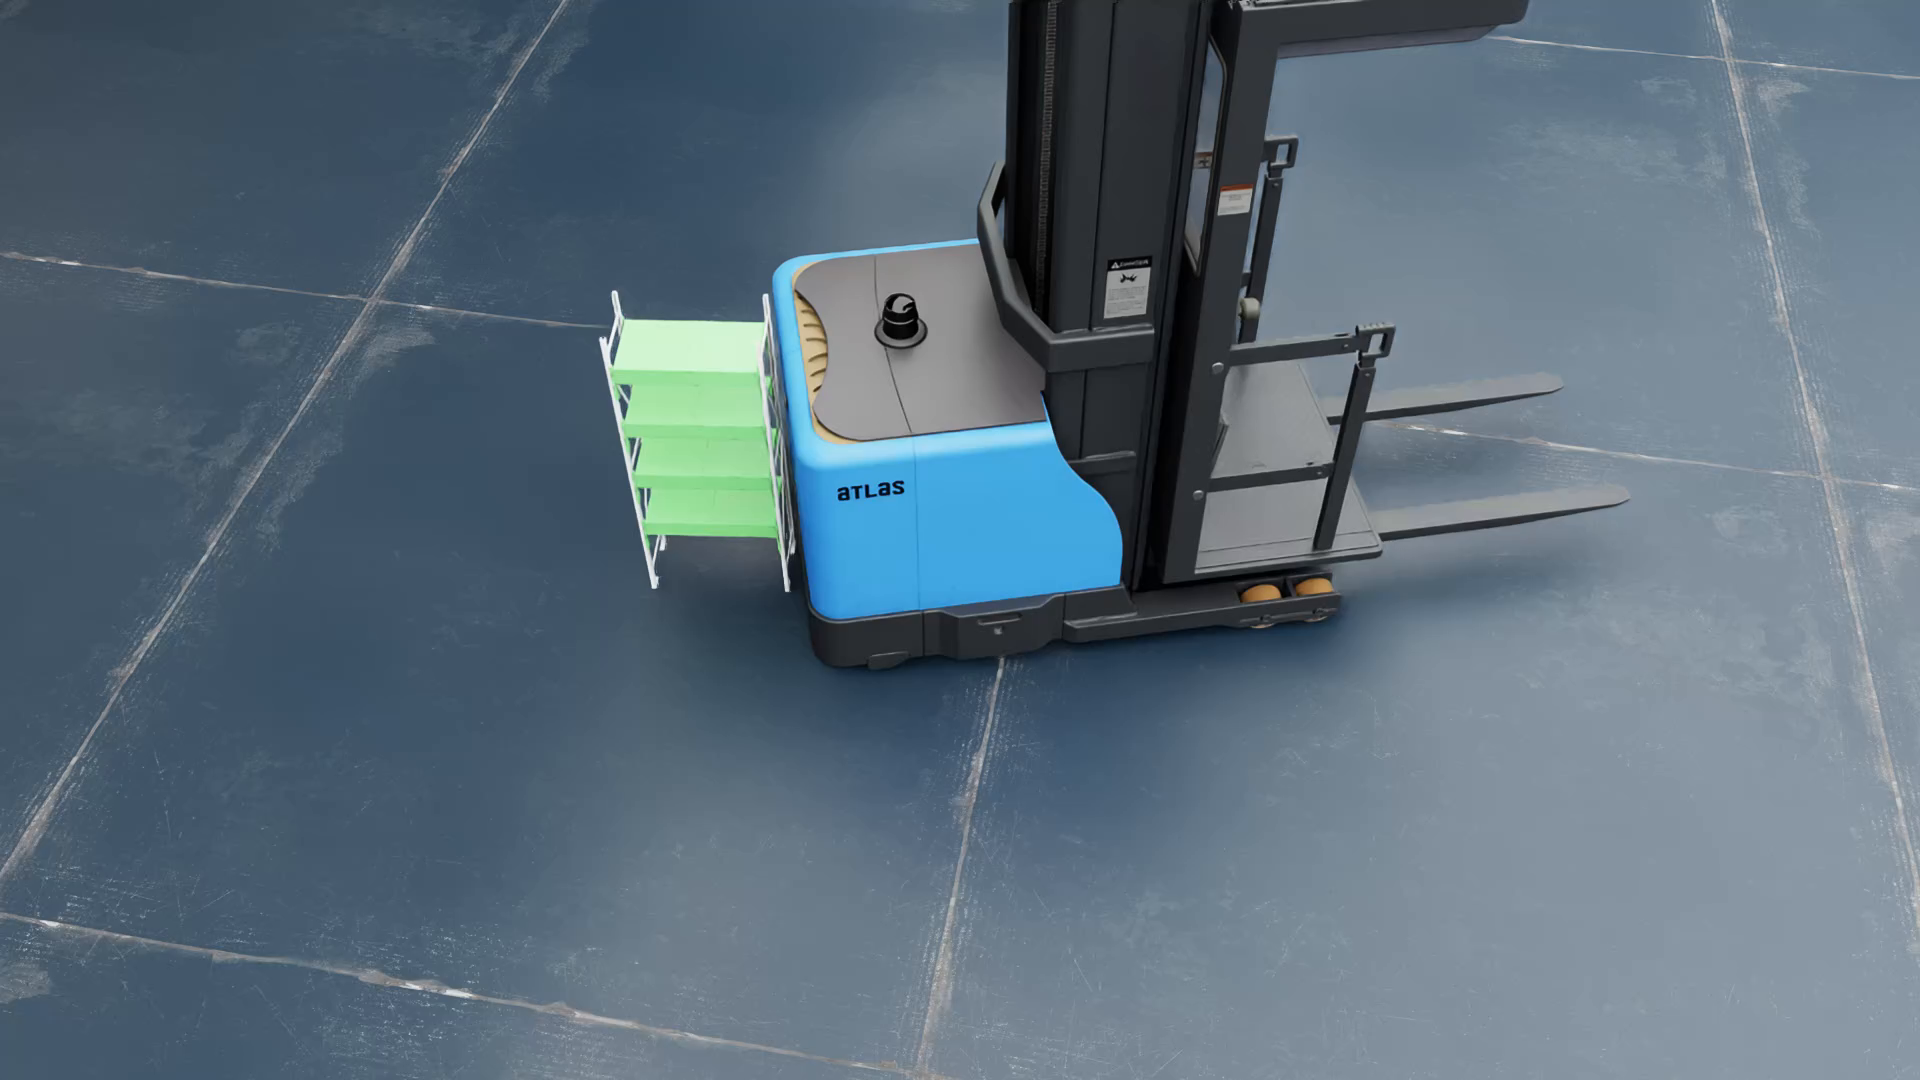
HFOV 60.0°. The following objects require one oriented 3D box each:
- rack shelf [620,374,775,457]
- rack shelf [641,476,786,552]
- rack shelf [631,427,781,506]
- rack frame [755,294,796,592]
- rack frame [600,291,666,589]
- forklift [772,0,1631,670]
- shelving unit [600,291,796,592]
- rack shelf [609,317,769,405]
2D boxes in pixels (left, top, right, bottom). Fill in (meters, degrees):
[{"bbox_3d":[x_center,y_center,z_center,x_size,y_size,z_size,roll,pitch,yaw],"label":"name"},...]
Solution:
[{"bbox_3d":[-0.872,-0.423,5.587,0.480,0.148,0.258,1,48,1],"label":"rack shelf"},{"bbox_3d":[-0.872,-0.103,5.944,0.480,0.148,0.258,1,48,1],"label":"rack shelf"},{"bbox_3d":[-0.872,-0.263,5.766,0.480,0.148,0.258,1,48,1],"label":"rack shelf"},{"bbox_3d":[-0.628,-0.300,5.713,0.015,1.200,0.240,1,48,1],"label":"rack frame"},{"bbox_3d":[-1.116,-0.312,5.723,0.015,1.200,0.240,1,48,1],"label":"rack frame"},{"bbox_3d":[0.911,-1.047,5.220,3.031,2.935,1.130,-7,48,-6],"label":"forklift"},{"bbox_3d":[-0.872,-0.306,5.718,0.503,1.200,0.258,1,48,1],"label":"shelving unit"},{"bbox_3d":[-0.872,-0.584,5.409,0.480,0.148,0.258,1,48,1],"label":"rack shelf"}]
